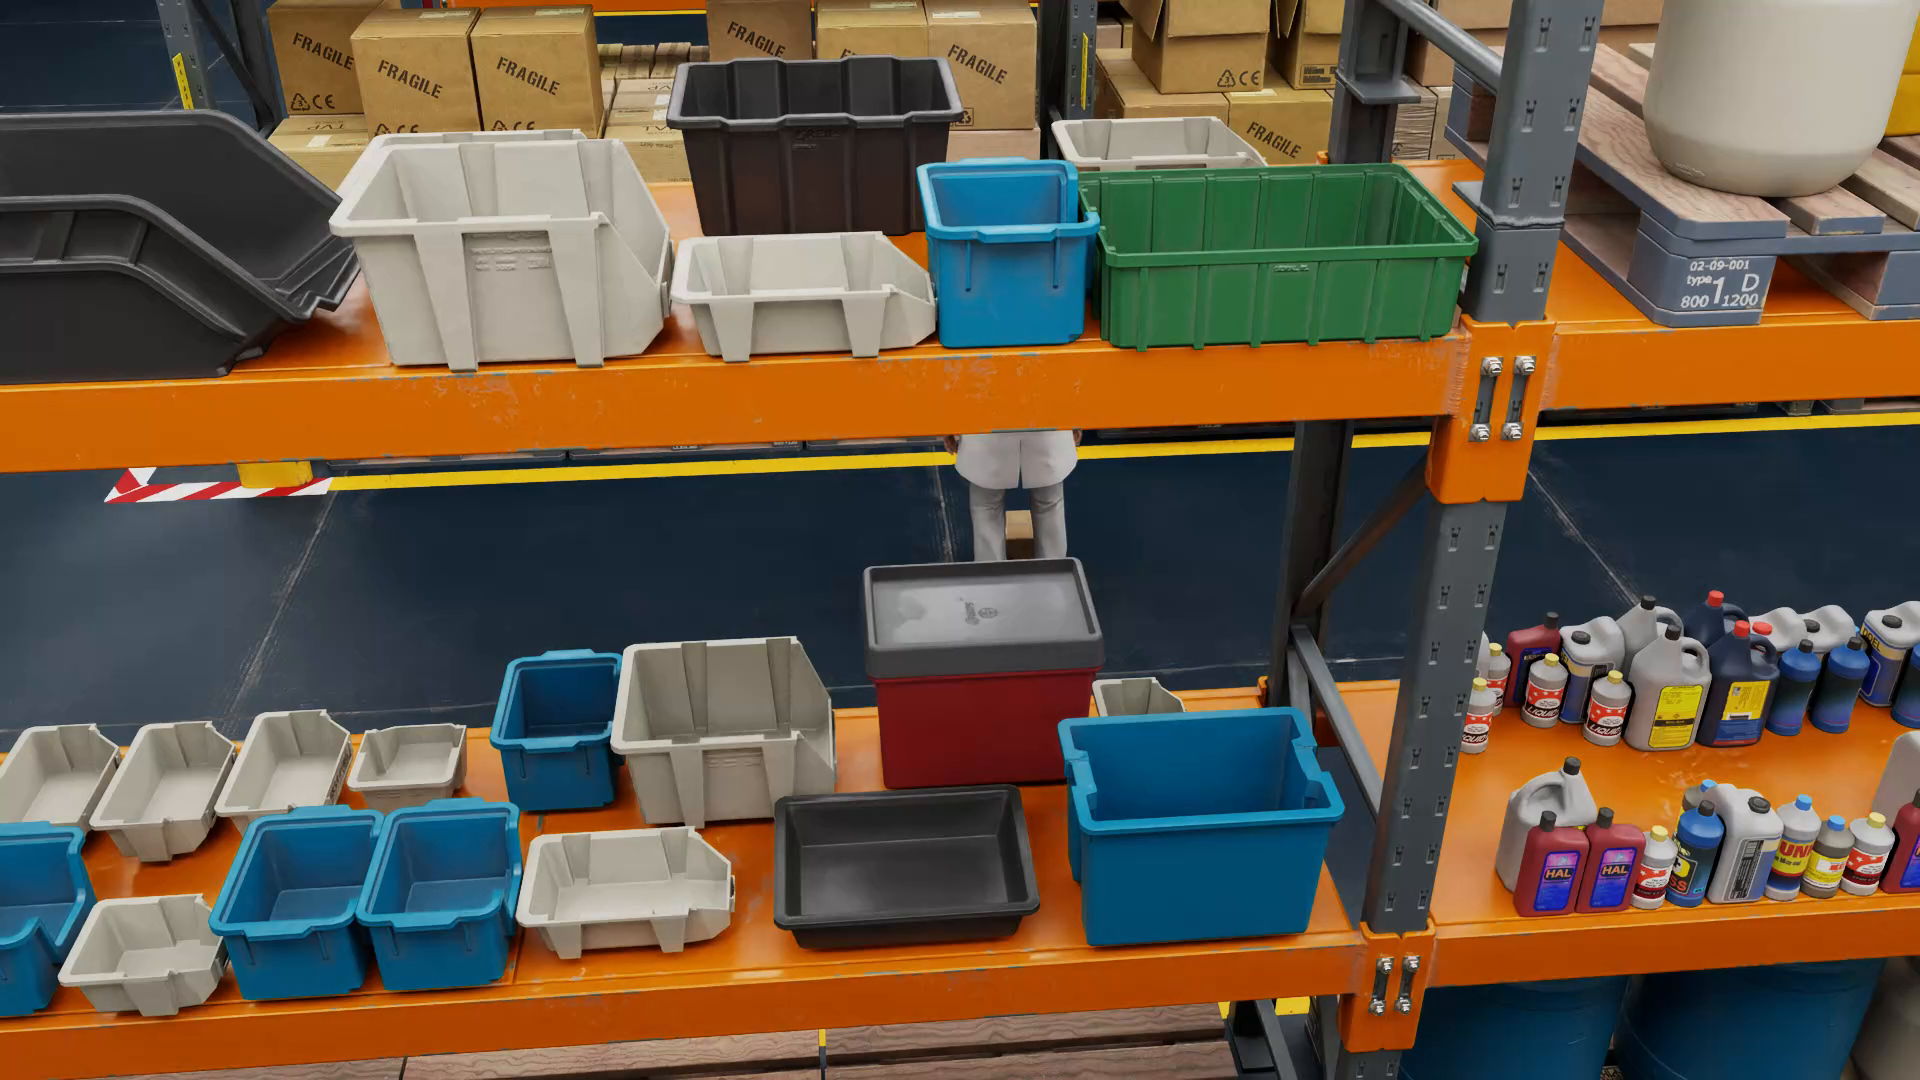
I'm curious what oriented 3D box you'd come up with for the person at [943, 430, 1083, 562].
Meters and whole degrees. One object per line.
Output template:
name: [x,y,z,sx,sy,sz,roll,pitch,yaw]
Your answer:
person: [0.230,-0.492,6.976,0.653,1.774,0.415,-3,31,-6]
